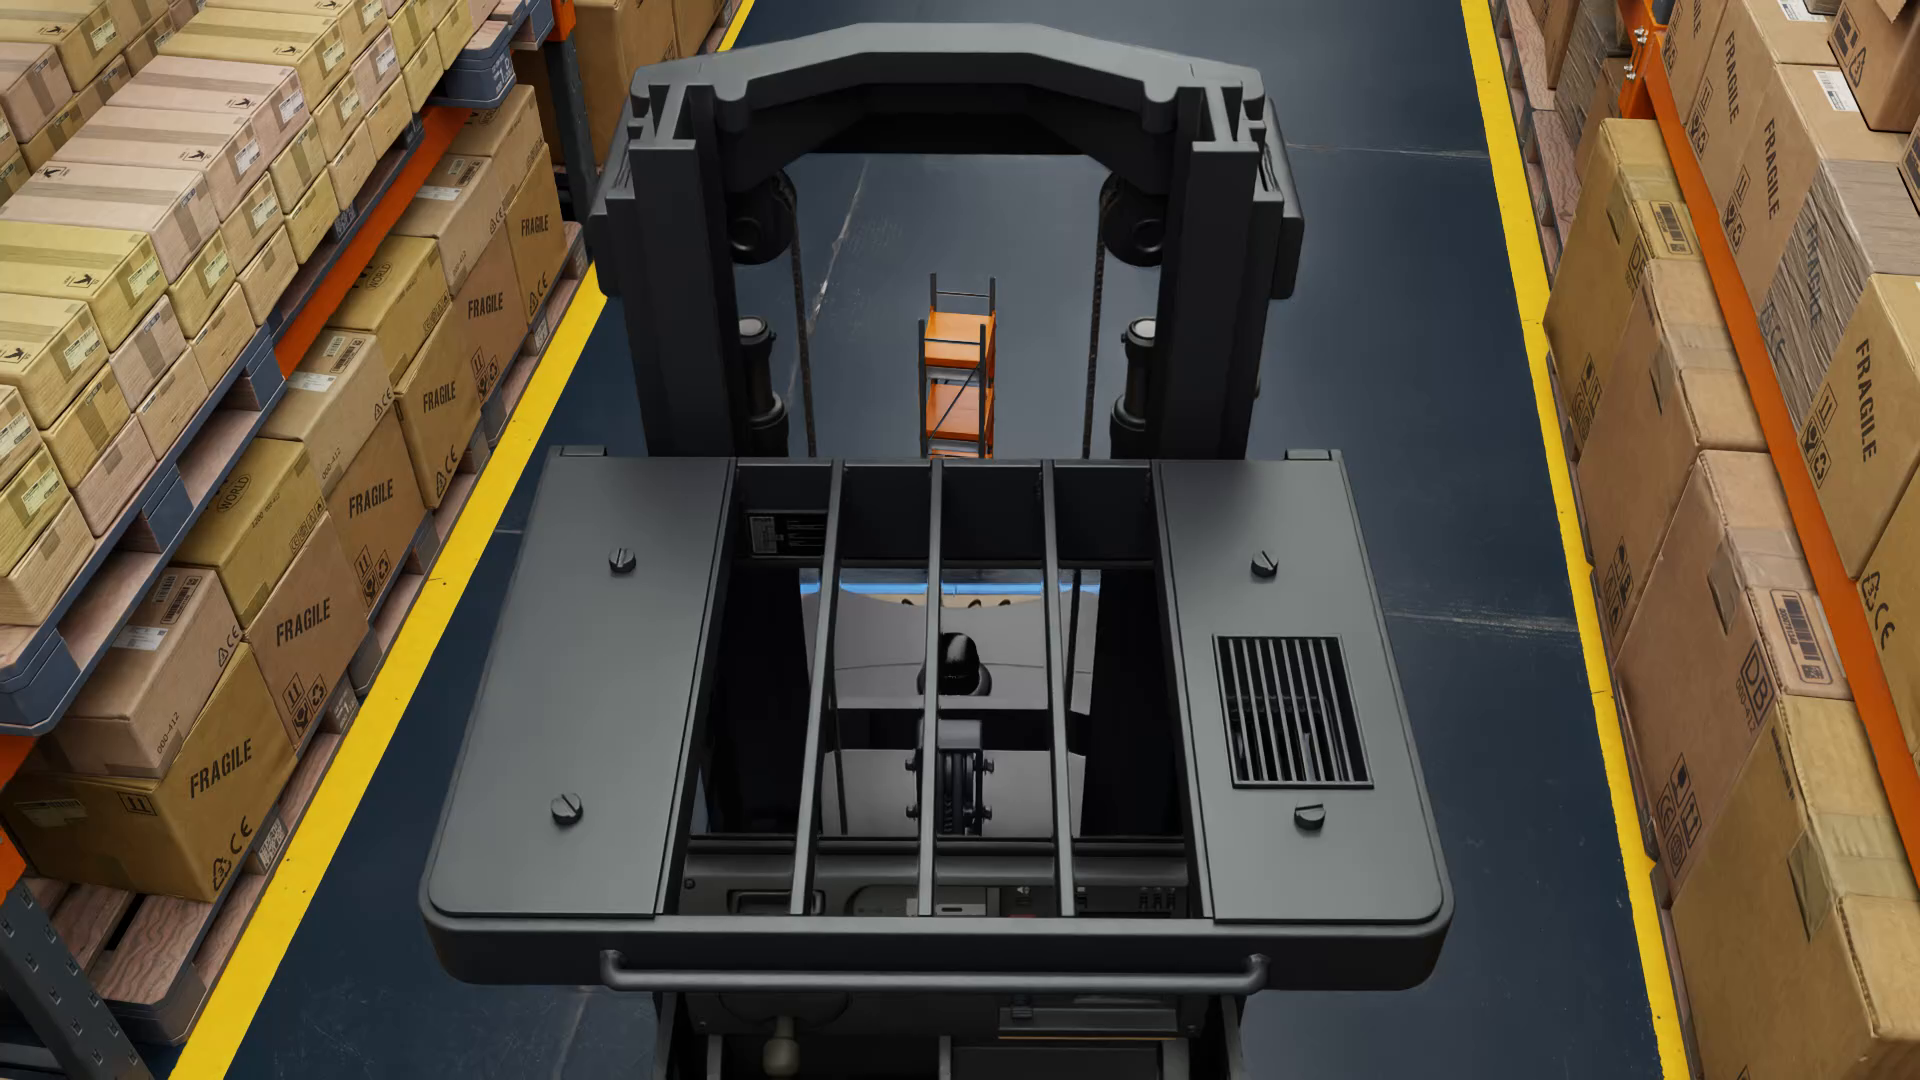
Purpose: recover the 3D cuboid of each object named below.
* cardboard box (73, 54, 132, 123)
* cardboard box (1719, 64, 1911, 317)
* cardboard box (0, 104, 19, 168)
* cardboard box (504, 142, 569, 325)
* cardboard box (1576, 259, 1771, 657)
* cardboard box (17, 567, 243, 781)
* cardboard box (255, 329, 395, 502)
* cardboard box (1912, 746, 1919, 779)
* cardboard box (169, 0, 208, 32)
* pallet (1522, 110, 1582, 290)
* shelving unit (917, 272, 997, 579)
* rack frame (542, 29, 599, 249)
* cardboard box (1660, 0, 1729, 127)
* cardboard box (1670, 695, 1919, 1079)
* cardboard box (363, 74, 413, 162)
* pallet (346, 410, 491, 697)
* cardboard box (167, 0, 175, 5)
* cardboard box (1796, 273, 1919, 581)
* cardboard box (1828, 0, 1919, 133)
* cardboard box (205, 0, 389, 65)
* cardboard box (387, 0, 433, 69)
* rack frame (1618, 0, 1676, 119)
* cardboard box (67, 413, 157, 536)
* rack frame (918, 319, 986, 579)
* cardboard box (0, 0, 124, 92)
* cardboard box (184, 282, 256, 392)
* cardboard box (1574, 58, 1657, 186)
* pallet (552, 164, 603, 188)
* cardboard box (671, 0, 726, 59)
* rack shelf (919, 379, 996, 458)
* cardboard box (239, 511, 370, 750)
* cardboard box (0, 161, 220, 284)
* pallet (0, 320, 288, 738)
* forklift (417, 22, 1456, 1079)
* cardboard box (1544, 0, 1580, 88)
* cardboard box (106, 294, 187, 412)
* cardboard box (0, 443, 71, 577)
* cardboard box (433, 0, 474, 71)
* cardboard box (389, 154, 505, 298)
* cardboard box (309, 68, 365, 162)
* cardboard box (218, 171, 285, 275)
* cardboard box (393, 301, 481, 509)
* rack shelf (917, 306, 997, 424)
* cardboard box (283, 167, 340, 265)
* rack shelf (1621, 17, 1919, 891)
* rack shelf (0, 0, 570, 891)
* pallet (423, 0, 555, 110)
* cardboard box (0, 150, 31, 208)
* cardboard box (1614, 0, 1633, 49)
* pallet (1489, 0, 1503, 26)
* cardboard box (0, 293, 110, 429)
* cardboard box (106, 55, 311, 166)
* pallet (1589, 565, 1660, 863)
[{"bbox_3d":[-2.479,-1.206,4.503,0.380,0.149,0.250,7,44,7],"label":"cardboard box"},{"bbox_3d":[2.424,-0.919,4.466,0.500,0.500,0.500,5,44,5],"label":"cardboard box"},{"bbox_3d":[-2.543,-0.957,4.024,0.380,0.149,0.250,4,44,4],"label":"cardboard box"},{"bbox_3d":[-1.843,-1.182,6.329,0.500,0.500,0.500,5,44,5],"label":"cardboard box"},{"bbox_3d":[2.650,-0.196,5.015,1.225,0.875,0.875,5,44,6],"label":"cardboard box"},{"bbox_3d":[-2.185,0.320,4.198,0.500,0.250,0.500,3,44,4],"label":"cardboard box"},{"bbox_3d":[-2.045,-0.391,4.948,0.500,0.250,0.500,7,44,7],"label":"cardboard box"},{"bbox_3d":[2.150,0.456,3.014,0.500,0.500,0.500,5,44,6],"label":"cardboard box"},{"bbox_3d":[-2.411,-1.559,4.876,0.380,0.149,0.250,5,44,6],"label":"cardboard box"},{"bbox_3d":[2.992,-1.410,7.085,1.003,0.211,1.213,5,44,6],"label":"pallet"},{"bbox_3d":[-0.007,-0.345,5.351,0.215,1.050,0.252,5,44,6],"label":"shelving unit"},{"bbox_3d":[-2.015,-2.410,6.113,1.000,3.000,0.127,5,44,6],"label":"rack frame"},{"bbox_3d":[2.554,-1.620,5.206,0.500,0.500,0.500,6,44,7],"label":"cardboard box"},{"bbox_3d":[2.424,1.017,3.734,1.225,0.875,0.875,5,44,6],"label":"cardboard box"},{"bbox_3d":[-1.800,-1.219,4.733,0.380,0.149,0.250,6,44,7],"label":"cardboard box"},{"bbox_3d":[-2.284,-0.036,5.634,1.003,0.211,1.213,5,44,6],"label":"pallet"},{"bbox_3d":[-2.408,-1.674,4.781,0.380,0.149,0.250,7,44,7],"label":"cardboard box"},{"bbox_3d":[2.284,-0.237,3.746,0.500,0.500,0.500,5,44,5],"label":"cardboard box"},{"bbox_3d":[2.686,-1.350,4.192,0.797,0.503,0.637,6,44,6],"label":"cardboard box"},{"bbox_3d":[-1.799,-1.430,4.523,0.380,0.149,0.250,7,44,8],"label":"cardboard box"},{"bbox_3d":[-1.764,-1.499,4.813,0.380,0.149,0.250,5,44,5],"label":"cardboard box"},{"bbox_3d":[2.888,-1.890,5.564,1.000,3.000,0.127,5,44,6],"label":"rack frame"},{"bbox_3d":[-2.005,-0.161,3.616,0.380,0.149,0.250,6,44,6],"label":"cardboard box"},{"bbox_3d":[-0.023,-0.262,5.263,0.200,1.050,0.008,5,44,6],"label":"rack frame"},{"bbox_3d":[-2.477,-1.324,4.411,0.380,0.149,0.250,5,44,5],"label":"cardboard box"},{"bbox_3d":[-1.934,-0.502,3.976,0.380,0.149,0.250,6,44,6],"label":"cardboard box"},{"bbox_3d":[2.956,-1.600,6.757,0.700,0.500,0.500,3,44,3],"label":"cardboard box"},{"bbox_3d":[-1.836,-1.928,7.632,1.003,0.211,1.213,5,44,6],"label":"pallet"},{"bbox_3d":[-1.733,-2.748,7.802,1.050,0.750,0.750,6,44,6],"label":"cardboard box"},{"bbox_3d":[-0.007,-0.337,5.358,0.215,0.259,0.240,5,44,6],"label":"rack shelf"},{"bbox_3d":[-2.115,0.231,4.837,0.500,0.500,0.500,7,44,7],"label":"cardboard box"},{"bbox_3d":[-1.933,-0.722,3.776,0.380,0.149,0.250,5,44,5],"label":"cardboard box"},{"bbox_3d":[-2.299,-0.122,3.836,1.003,0.211,1.213,5,44,6],"label":"pallet"},{"bbox_3d":[-0.022,0.829,2.742,1.130,2.935,3.031,0,43,0],"label":"forklift"},{"bbox_3d":[3.085,-2.367,7.566,0.700,0.500,0.500,9,44,9],"label":"cardboard box"},{"bbox_3d":[-1.970,-0.432,3.686,0.380,0.149,0.250,6,44,7],"label":"cardboard box"},{"bbox_3d":[-2.036,-0.080,3.313,0.380,0.149,0.250,6,44,6],"label":"cardboard box"},{"bbox_3d":[-1.730,-1.579,5.113,0.380,0.149,0.250,5,44,5],"label":"cardboard box"},{"bbox_3d":[-1.902,-1.092,5.688,0.500,0.250,0.500,6,44,6],"label":"cardboard box"},{"bbox_3d":[-1.831,-1.146,4.439,0.380,0.149,0.250,4,44,5],"label":"cardboard box"},{"bbox_3d":[-1.903,-0.794,4.067,0.380,0.149,0.250,7,44,7],"label":"cardboard box"},{"bbox_3d":[-1.969,-0.467,5.574,0.500,0.500,0.500,3,44,4],"label":"cardboard box"},{"bbox_3d":[-0.007,-0.543,5.163,0.215,0.259,0.240,5,44,6],"label":"rack shelf"},{"bbox_3d":[-1.869,-0.862,4.356,0.380,0.149,0.250,5,44,5],"label":"cardboard box"},{"bbox_3d":[2.623,-0.266,4.372,1.077,0.370,4.000,5,44,6],"label":"rack shelf"},{"bbox_3d":[-2.280,-0.785,4.921,1.077,0.370,4.000,5,44,6],"label":"rack shelf"},{"bbox_3d":[-2.004,-1.845,5.656,1.213,0.211,1.003,5,44,6],"label":"pallet"},{"bbox_3d":[-2.550,-0.854,4.132,0.380,0.149,0.250,3,44,3],"label":"cardboard box"},{"bbox_3d":[3.007,-2.236,6.883,0.500,0.250,0.500,10,44,10],"label":"cardboard box"},{"bbox_3d":[3.315,-3.073,8.842,1.003,0.211,1.213,5,44,6],"label":"pallet"},{"bbox_3d":[-2.005,-0.378,3.412,0.380,0.149,0.250,6,44,7],"label":"cardboard box"},{"bbox_3d":[-1.866,-1.069,4.142,0.380,0.149,0.250,7,44,7],"label":"cardboard box"},{"bbox_3d":[2.545,0.482,5.087,1.003,0.211,1.213,5,44,6],"label":"pallet"}]
